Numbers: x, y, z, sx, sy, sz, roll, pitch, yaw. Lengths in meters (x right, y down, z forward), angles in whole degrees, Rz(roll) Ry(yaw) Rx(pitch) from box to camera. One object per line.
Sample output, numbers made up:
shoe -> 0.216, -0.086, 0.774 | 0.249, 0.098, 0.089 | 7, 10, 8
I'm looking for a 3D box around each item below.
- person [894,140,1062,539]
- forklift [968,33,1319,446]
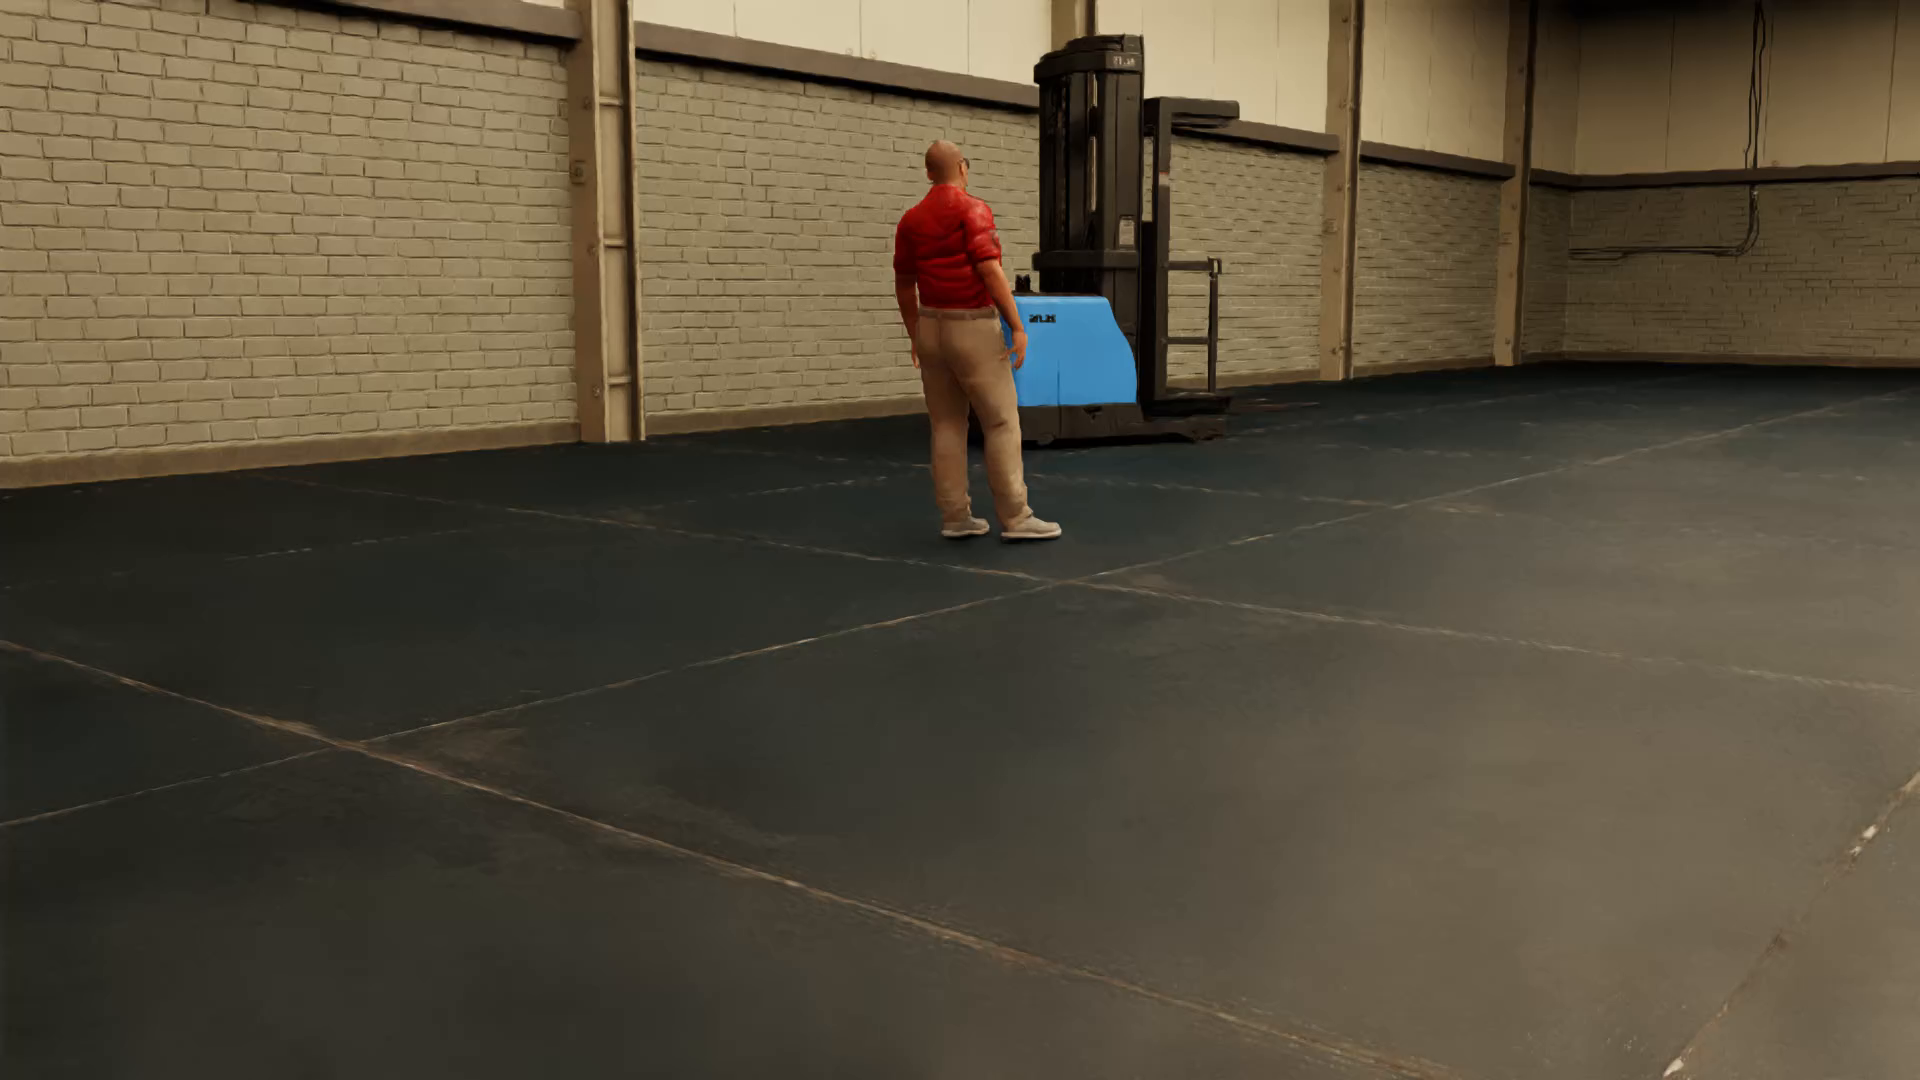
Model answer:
person -> 0.066, -0.871, 7.340 | 0.640, 1.726, 0.550 | 7, 11, 38
forklift -> 1.415, -2.250, 12.658 | 3.031, 2.935, 1.130 | -5, 10, -31
